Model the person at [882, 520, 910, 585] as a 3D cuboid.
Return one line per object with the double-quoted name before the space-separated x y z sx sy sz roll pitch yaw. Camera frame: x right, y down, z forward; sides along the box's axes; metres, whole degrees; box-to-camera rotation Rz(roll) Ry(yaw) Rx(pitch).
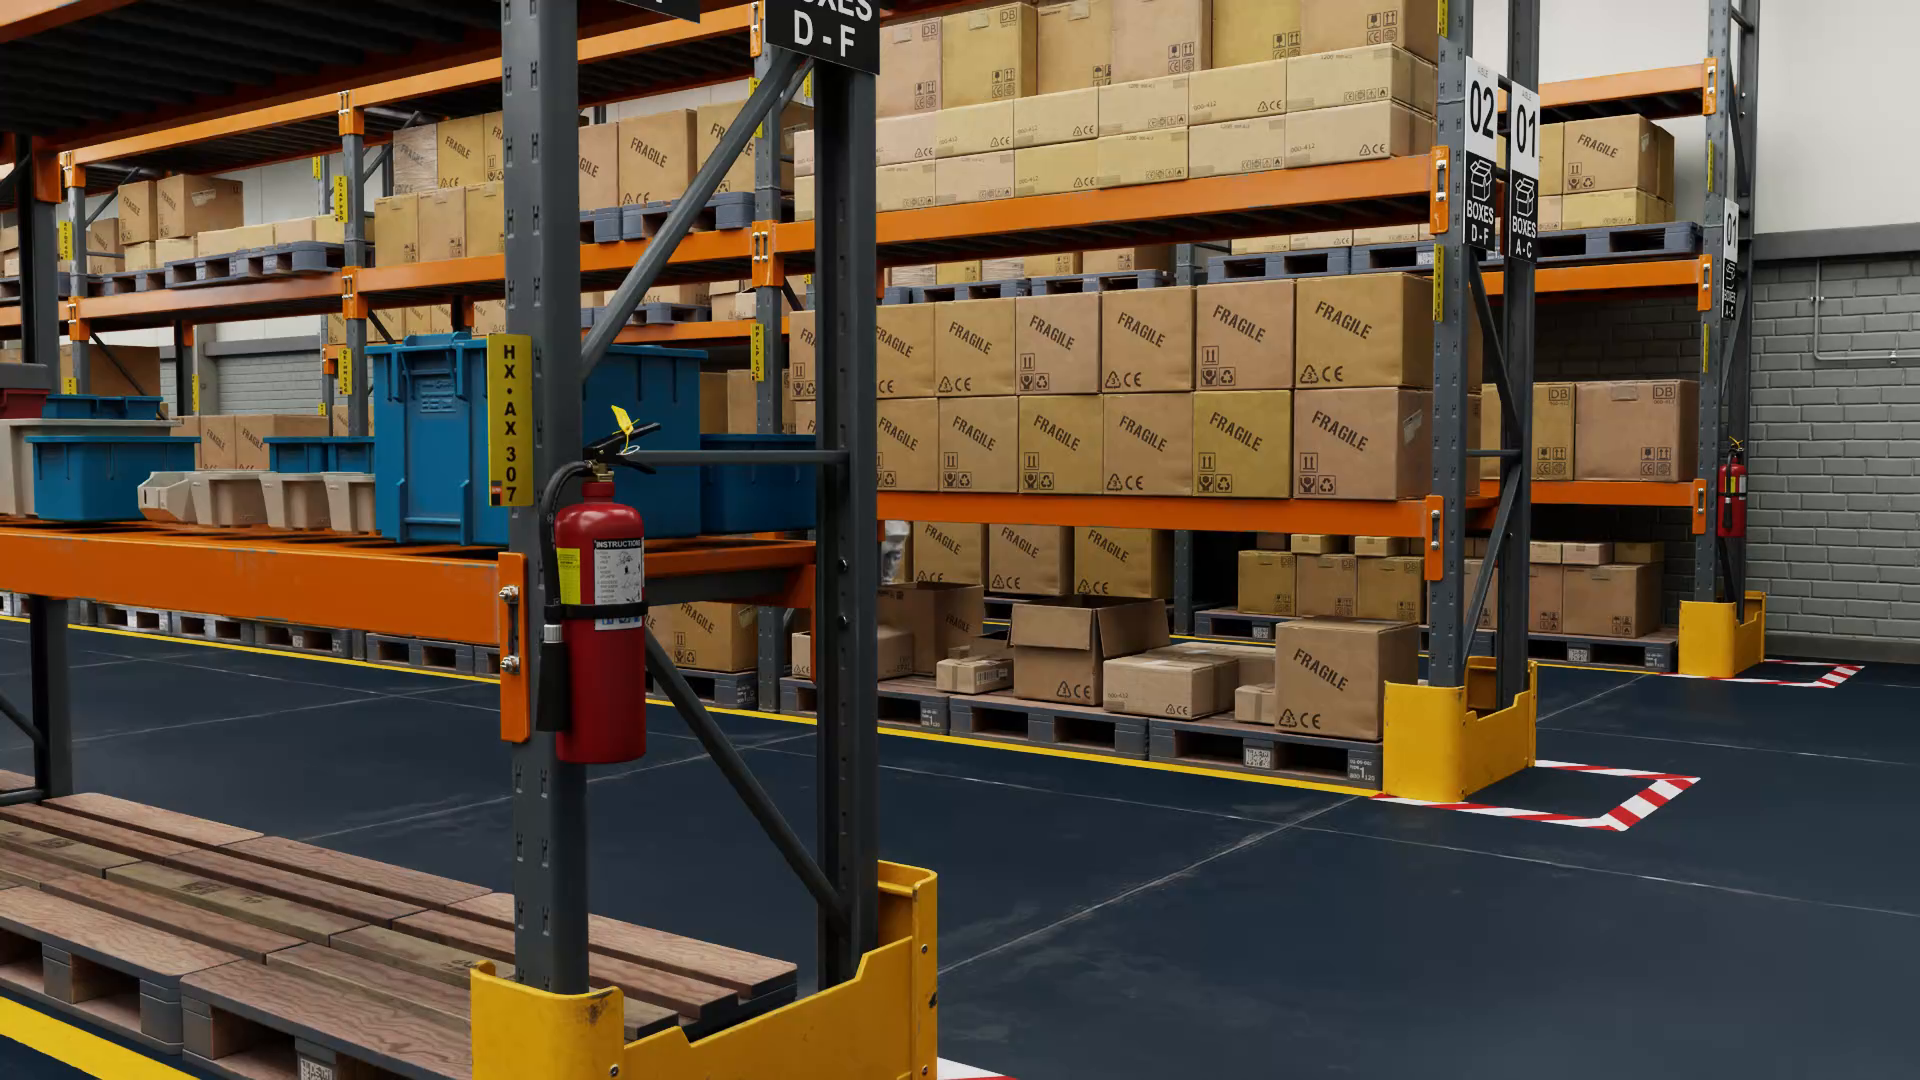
"person" -0.657 -0.027 12.743 0.477 1.724 0.547 2 4 37
